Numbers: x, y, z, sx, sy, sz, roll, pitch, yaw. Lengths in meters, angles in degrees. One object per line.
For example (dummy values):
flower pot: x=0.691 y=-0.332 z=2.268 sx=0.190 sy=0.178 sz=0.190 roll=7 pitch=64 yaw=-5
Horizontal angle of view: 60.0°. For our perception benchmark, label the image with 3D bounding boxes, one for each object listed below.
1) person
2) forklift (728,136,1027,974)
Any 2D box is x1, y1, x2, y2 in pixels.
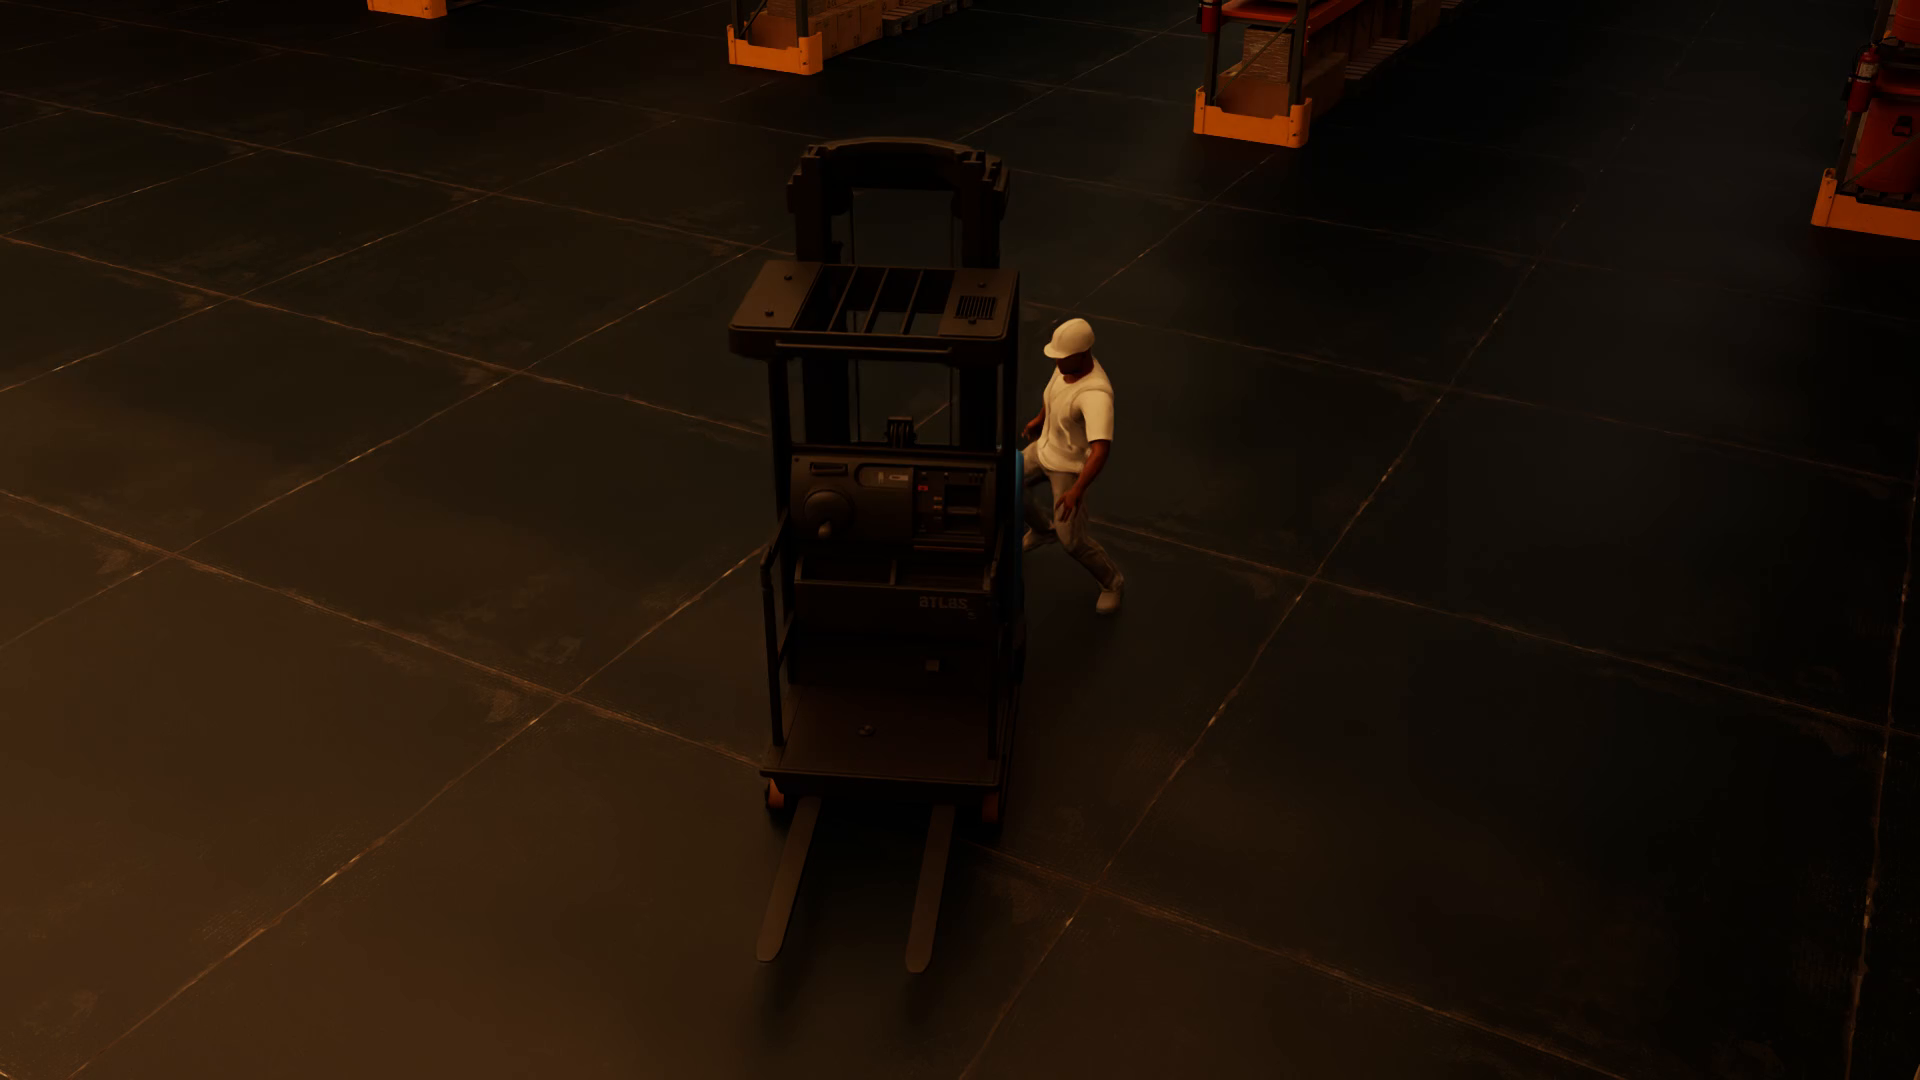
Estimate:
person: x=0.569 y=-0.461 z=9.184 sx=0.642 sy=1.647 sz=1.004 roll=-9 pitch=31 yaw=-15
forklift: x=-0.320 y=-0.131 z=7.297 sx=1.130 sy=2.935 sz=3.031 roll=3 pitch=30 yaw=5
